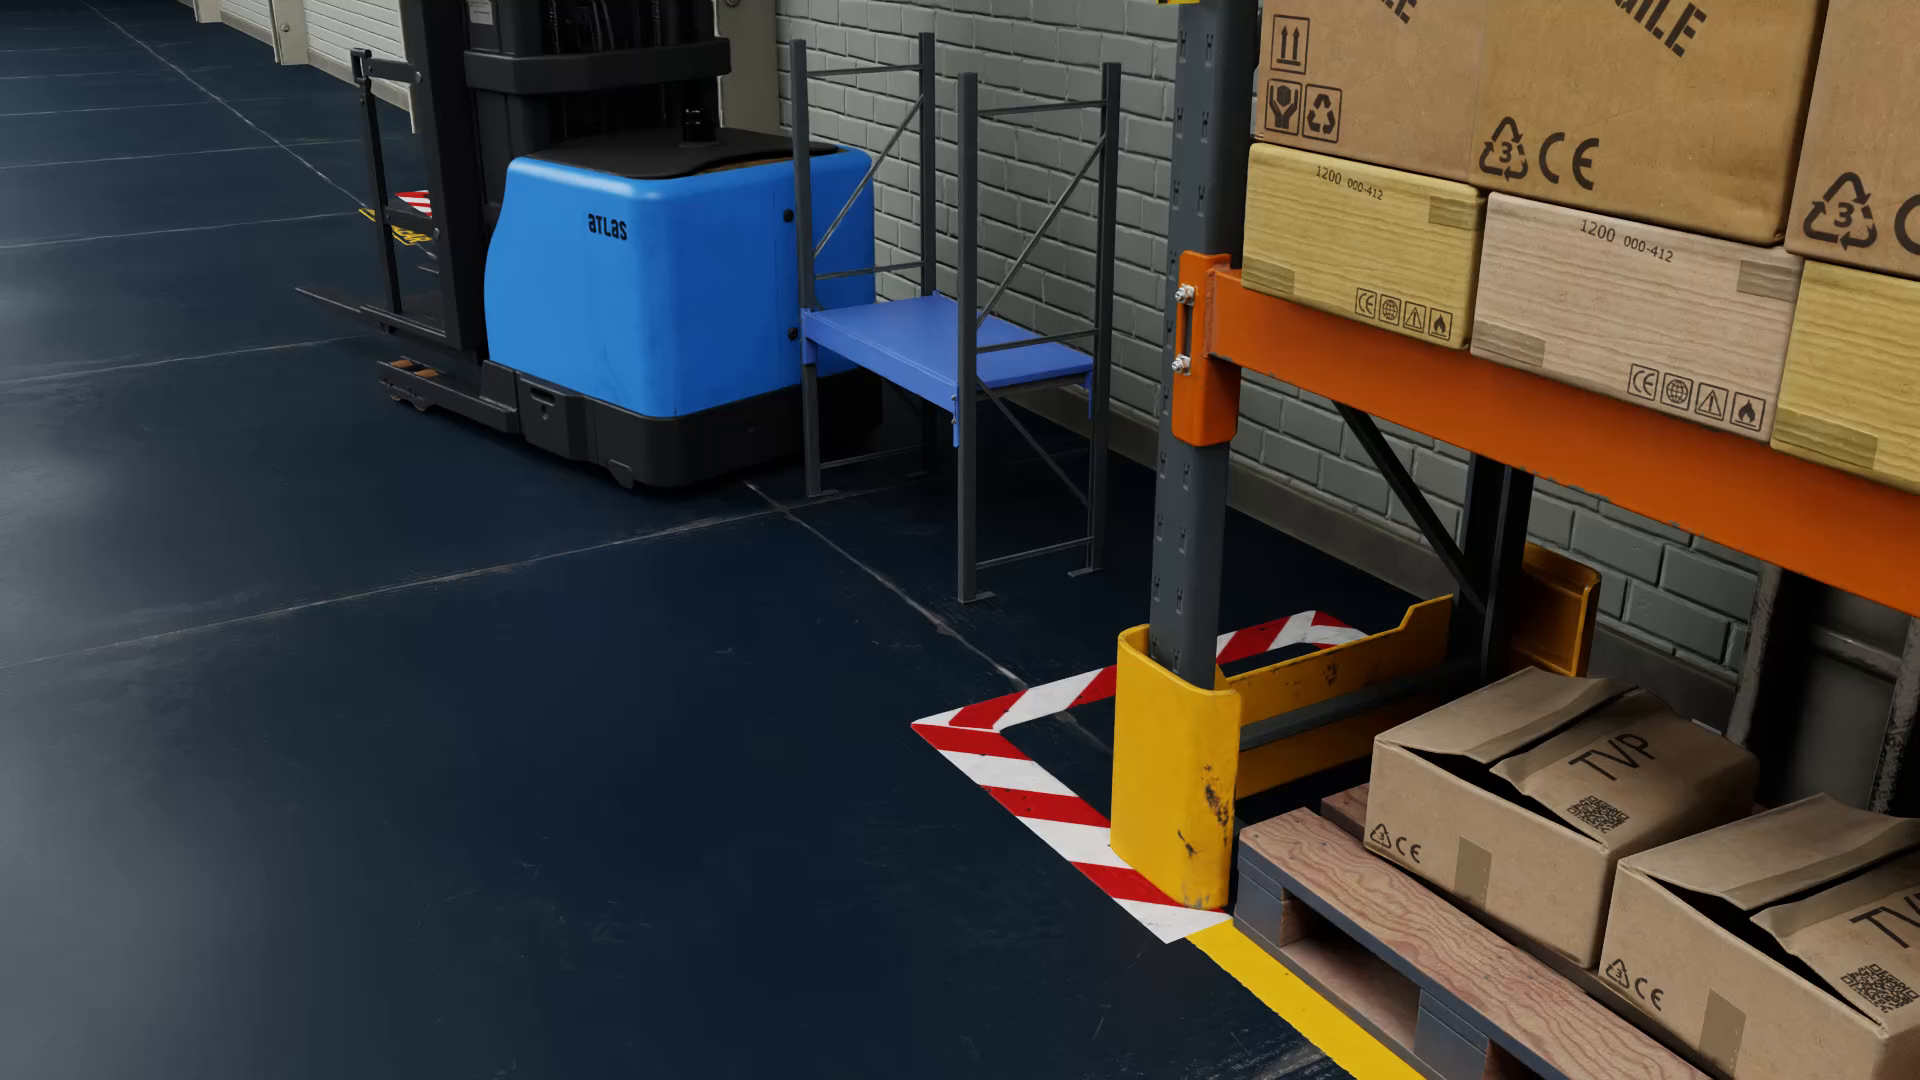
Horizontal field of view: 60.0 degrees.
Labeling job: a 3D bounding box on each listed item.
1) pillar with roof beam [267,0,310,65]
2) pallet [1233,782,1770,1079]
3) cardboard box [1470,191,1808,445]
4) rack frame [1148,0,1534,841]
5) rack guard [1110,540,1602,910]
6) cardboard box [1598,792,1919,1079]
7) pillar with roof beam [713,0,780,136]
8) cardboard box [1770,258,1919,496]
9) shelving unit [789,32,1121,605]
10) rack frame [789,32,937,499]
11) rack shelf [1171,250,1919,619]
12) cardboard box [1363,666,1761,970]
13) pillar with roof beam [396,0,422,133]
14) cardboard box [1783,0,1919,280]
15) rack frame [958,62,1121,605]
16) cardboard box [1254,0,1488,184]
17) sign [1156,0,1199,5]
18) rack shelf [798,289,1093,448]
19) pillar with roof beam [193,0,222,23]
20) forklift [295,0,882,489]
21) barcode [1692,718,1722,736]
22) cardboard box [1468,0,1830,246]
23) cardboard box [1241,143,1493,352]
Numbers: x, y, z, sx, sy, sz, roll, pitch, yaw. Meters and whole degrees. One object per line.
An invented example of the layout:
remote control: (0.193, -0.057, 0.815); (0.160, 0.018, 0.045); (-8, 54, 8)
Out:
pillar with roof beam: (-10.937, -8.526, 14.338); (9.100, 9.000, 0.400); (-13, 25, -28)
pallet: (1.281, 0.777, 3.118); (1.003, 0.211, 1.213); (-13, 25, -28)
cardboard box: (1.111, -0.364, 2.396); (0.500, 0.250, 0.500); (-13, 26, -30)
rack frame: (0.857, -0.809, 3.318); (1.000, 3.000, 0.127); (-13, 25, -28)
rack guard: (0.896, 0.374, 3.728); (1.175, 0.500, 0.348); (-13, 25, -28)
cardboard box: (1.424, 0.659, 2.693); (0.500, 0.311, 0.500); (-10, 24, -24)
pillar with roof beam: (-4.808, -4.642, 4.781); (9.100, 9.000, 0.400); (-13, 25, -28)
cardboard box: (1.366, -0.198, 1.988); (0.500, 0.250, 0.500); (-13, 26, -29)
shelving unit: (-0.044, -0.722, 5.097); (0.538, 1.500, 1.048); (-13, 25, -28)
rack frame: (-0.303, -0.887, 5.502); (0.500, 1.500, 0.032); (-13, 25, -28)
rack shelf: (1.879, 0.172, 1.860); (1.077, 0.370, 4.000); (-13, 25, -28)
cardboard box: (1.133, 0.474, 3.147); (0.500, 0.311, 0.500); (-16, 27, -34)
pillar with roof beam: (-7.872, -6.584, 9.560); (9.100, 9.000, 0.400); (-13, 25, -28)
cardboard box: (1.345, -0.553, 1.866); (0.500, 0.500, 0.500); (-14, 26, -30)
rack frame: (0.216, -0.558, 4.692); (0.500, 1.500, 0.032); (-13, 25, -28)
cardboard box: (0.843, -0.884, 2.678); (0.500, 0.500, 0.500); (-13, 25, -28)
sign: (0.391, -1.105, 2.898); (0.100, 0.325, 0.005); (-13, 25, -28)
rack shelf: (-0.044, -0.556, 5.165); (0.538, 0.185, 1.000); (-13, 25, -28)
pillar with roof beam: (-14.002, -10.469, 19.117); (9.100, 9.000, 0.400); (-13, 25, -28)
forklift: (-1.697, -1.988, 6.309); (3.031, 2.935, 1.130); (20, 30, 40)
barcode: (1.486, 0.399, 3.321); (0.001, 0.075, 0.075); (-13, 25, -28)
cardboard box: (1.087, -0.722, 2.280); (0.500, 0.500, 0.500); (-13, 25, -28)
cardboard box: (0.833, -0.529, 2.803); (0.500, 0.250, 0.500); (-13, 26, -30)
